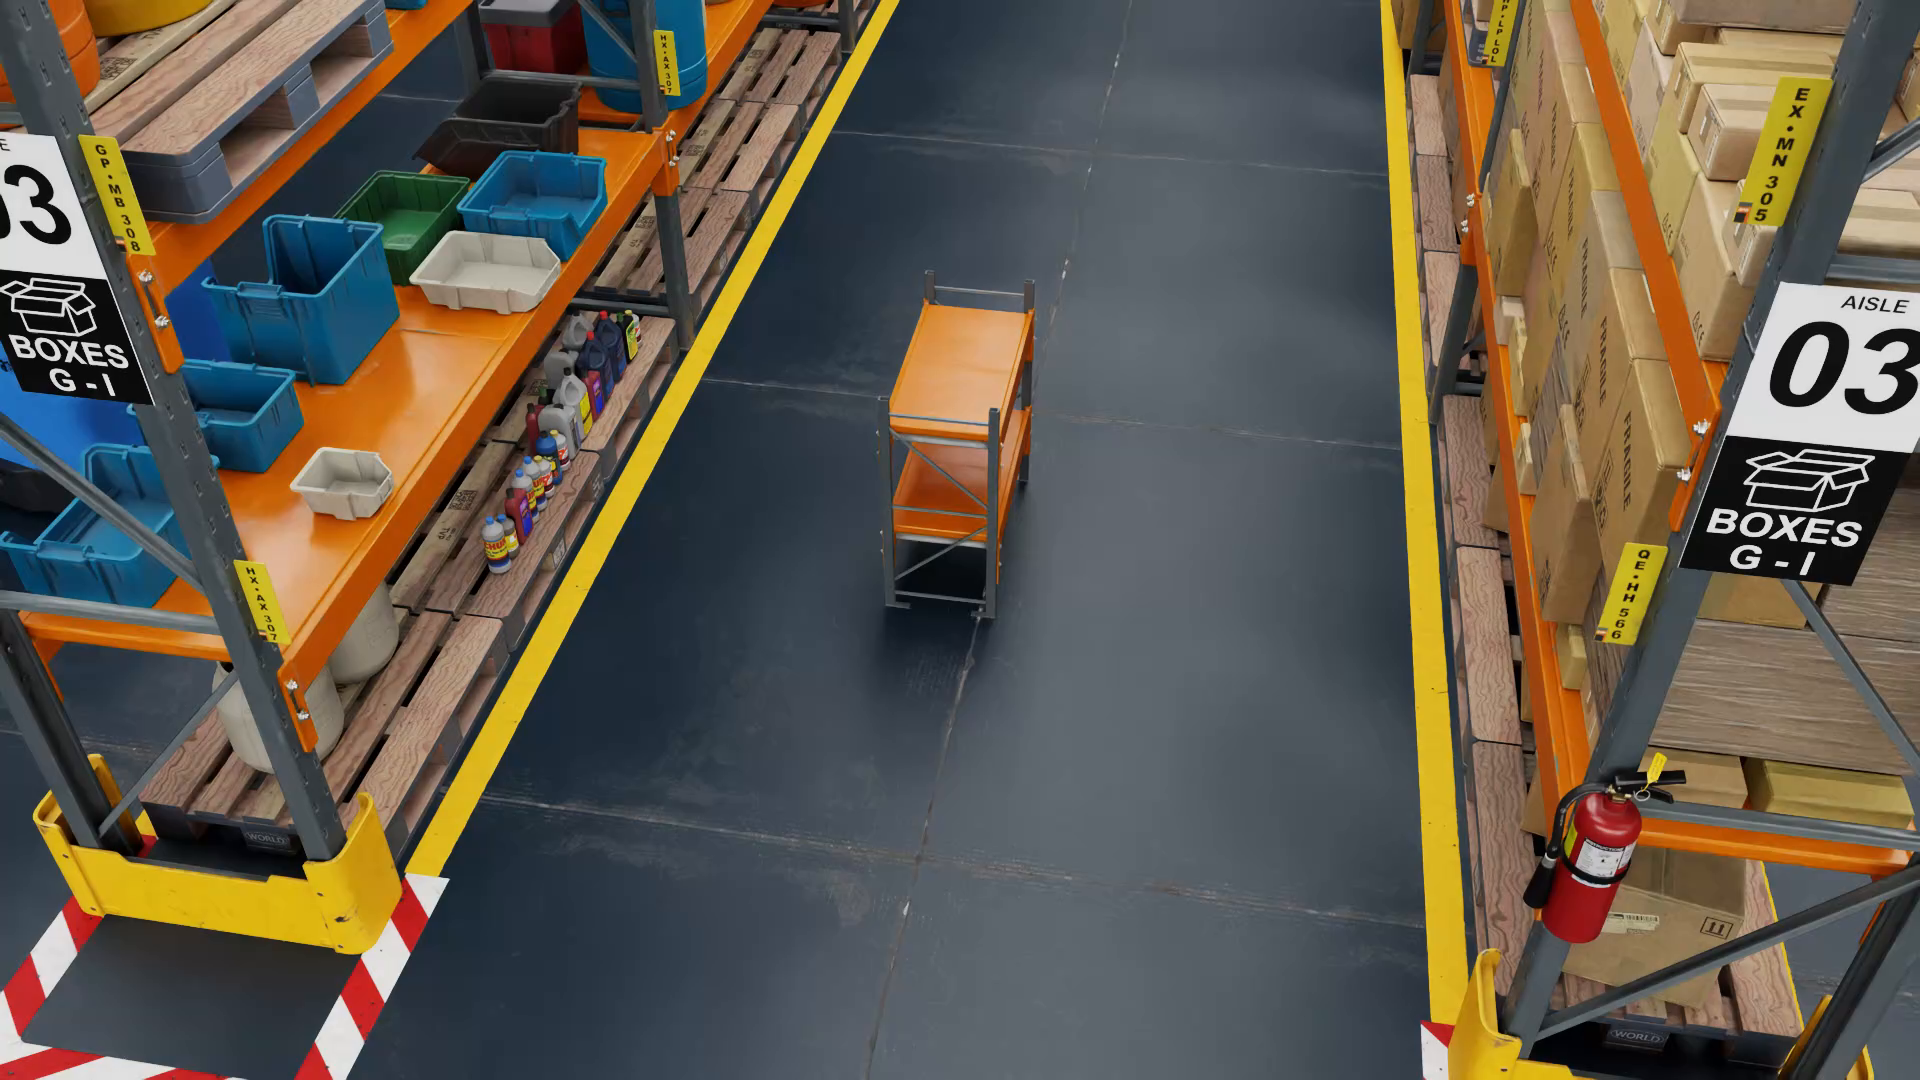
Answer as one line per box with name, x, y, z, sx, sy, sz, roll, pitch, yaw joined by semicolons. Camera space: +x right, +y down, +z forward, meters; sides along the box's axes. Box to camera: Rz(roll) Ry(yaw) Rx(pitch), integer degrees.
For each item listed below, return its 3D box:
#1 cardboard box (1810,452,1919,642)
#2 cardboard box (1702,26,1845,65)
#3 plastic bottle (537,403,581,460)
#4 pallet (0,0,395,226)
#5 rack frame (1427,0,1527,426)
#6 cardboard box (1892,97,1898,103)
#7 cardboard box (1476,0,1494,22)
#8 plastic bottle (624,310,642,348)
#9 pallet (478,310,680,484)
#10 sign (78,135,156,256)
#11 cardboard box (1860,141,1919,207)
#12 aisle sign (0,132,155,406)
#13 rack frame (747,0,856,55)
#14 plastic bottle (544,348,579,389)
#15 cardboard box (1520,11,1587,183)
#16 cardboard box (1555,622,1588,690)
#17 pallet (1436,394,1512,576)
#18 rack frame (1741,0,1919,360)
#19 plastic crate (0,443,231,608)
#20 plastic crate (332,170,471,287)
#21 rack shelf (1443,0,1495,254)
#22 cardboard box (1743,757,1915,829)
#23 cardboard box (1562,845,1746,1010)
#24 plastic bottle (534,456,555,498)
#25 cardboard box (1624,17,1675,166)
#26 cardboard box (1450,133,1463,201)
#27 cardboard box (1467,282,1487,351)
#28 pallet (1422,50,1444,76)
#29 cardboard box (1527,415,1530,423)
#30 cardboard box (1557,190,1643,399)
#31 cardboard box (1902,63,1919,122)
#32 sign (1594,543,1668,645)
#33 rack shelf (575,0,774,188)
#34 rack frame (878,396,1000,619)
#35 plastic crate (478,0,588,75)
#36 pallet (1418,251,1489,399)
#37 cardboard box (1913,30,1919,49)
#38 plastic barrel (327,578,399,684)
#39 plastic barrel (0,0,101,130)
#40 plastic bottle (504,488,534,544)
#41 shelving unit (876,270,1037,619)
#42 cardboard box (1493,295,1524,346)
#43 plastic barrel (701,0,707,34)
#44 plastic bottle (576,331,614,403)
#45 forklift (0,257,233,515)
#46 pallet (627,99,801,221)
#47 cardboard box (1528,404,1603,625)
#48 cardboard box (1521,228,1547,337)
cardboard box;2.586;-0.074;4.485;0.500;0.500;0.500;6;40;8
cardboard box;2.249;-1.316;4.536;0.380;0.149;0.250;7;40;8
plastic bottle;-1.912;-0.536;7.933;0.152;0.276;0.135;7;40;8
pallet;-2.416;-1.358;4.929;1.003;0.211;1.213;6;40;8
rack frame;2.915;-1.730;7.586;1.000;3.000;0.127;6;40;8
cardboard box;2.734;-1.227;4.740;0.500;0.250;0.500;6;40;8
cardboard box;3.124;-3.030;8.747;0.797;0.503;0.637;10;41;12
plastic bottle;-1.719;-1.105;8.681;0.097;0.201;0.097;0;40;0
pallet;-2.120;-0.785;8.630;1.003;0.211;1.213;6;40;8
sign;-2.114;-0.862;4.175;0.100;0.325;0.005;6;40;8
cardboard box;2.124;-0.831;3.949;0.380;0.149;0.250;5;40;6
aisle sign;-2.379;-0.691;4.288;0.394;0.787;0.004;6;40;8
rack frame;-1.271;-4.787;11.282;1.000;3.000;0.127;6;40;8
plastic bottle;-1.974;-0.840;8.302;0.152;0.276;0.135;6;40;8
cardboard box;2.502;-1.700;6.453;0.500;0.500;0.500;6;40;8
cardboard box;2.105;0.356;5.260;0.380;0.149;0.250;6;40;8
pallet;2.834;-0.230;7.960;1.003;0.211;1.213;6;40;8
rack frame;2.223;-1.532;2.638;1.000;3.000;0.127;6;40;8
plastic crate;-2.863;-0.056;5.677;0.499;0.251;0.616;6;40;8
plastic crate;-2.476;-1.374;7.321;0.450;0.188;0.662;6;40;8
rack shelf;3.261;-2.708;9.333;1.077;0.370;4.000;6;40;8
cardboard box;2.507;0.724;4.814;0.380;0.149;0.250;6;40;8
cardboard box;2.347;1.192;5.684;0.500;0.500;0.500;14;41;16
plastic bottle;-1.941;-0.301;7.707;0.097;0.201;0.097;0;40;0
cardboard box;2.237;-1.283;4.808;0.500;0.250;0.500;7;40;9
cardboard box;3.336;-2.318;9.913;0.700;0.500;0.500;10;41;11
cardboard box;3.042;-1.319;8.705;0.700;0.500;0.500;4;40;4
pallet;3.818;-3.652;12.099;1.003;0.211;1.213;6;40;8
cardboard box;2.337;-0.427;6.206;0.380;0.149;0.250;6;40;8
cardboard box;2.245;-0.759;5.314;0.500;0.500;0.500;6;40;8
cardboard box;2.678;-1.106;4.282;0.380;0.149;0.250;8;40;9
sign;1.680;0.138;4.169;0.100;0.325;0.005;6;40;8
rack shelf;-1.617;-3.254;9.994;1.077;0.370;4.000;6;40;8
rack frame;-0.087;-0.119;7.108;0.500;1.125;0.032;6;40;8
plastic crate;-2.181;-2.639;8.634;0.402;0.464;0.583;6;40;8
pallet;3.048;-1.144;9.065;1.003;0.211;1.213;6;40;8
cardboard box;2.746;-1.624;4.398;0.500;0.500;0.500;6;40;7
plastic barrel;-2.530;0.295;6.759;0.421;0.512;0.421;0;40;0
plastic barrel;-2.696;-1.569;4.369;0.600;0.830;0.708;6;40;8
plastic bottle;-1.978;-0.132;7.439;0.061;0.283;0.133;7;40;8
shelving unit;0.001;-0.438;7.494;0.538;1.125;1.048;6;40;8
cardboard box;2.392;-0.906;6.786;0.380;0.149;0.250;6;40;8
plastic barrel;-1.582;-2.905;8.900;0.433;0.535;0.433;0;40;0
plastic bottle;-1.824;-0.869;8.277;0.144;0.351;0.185;5;40;5
forklift;-5.098;-1.803;7.727;3.031;2.935;1.130;16;42;19
pallet;-1.657;-2.467;10.665;1.003;0.211;1.213;6;40;8
cardboard box;2.313;-0.042;5.232;0.875;0.500;0.500;6;40;8
cardboard box;2.668;-0.973;6.358;0.875;0.500;0.500;6;40;8
